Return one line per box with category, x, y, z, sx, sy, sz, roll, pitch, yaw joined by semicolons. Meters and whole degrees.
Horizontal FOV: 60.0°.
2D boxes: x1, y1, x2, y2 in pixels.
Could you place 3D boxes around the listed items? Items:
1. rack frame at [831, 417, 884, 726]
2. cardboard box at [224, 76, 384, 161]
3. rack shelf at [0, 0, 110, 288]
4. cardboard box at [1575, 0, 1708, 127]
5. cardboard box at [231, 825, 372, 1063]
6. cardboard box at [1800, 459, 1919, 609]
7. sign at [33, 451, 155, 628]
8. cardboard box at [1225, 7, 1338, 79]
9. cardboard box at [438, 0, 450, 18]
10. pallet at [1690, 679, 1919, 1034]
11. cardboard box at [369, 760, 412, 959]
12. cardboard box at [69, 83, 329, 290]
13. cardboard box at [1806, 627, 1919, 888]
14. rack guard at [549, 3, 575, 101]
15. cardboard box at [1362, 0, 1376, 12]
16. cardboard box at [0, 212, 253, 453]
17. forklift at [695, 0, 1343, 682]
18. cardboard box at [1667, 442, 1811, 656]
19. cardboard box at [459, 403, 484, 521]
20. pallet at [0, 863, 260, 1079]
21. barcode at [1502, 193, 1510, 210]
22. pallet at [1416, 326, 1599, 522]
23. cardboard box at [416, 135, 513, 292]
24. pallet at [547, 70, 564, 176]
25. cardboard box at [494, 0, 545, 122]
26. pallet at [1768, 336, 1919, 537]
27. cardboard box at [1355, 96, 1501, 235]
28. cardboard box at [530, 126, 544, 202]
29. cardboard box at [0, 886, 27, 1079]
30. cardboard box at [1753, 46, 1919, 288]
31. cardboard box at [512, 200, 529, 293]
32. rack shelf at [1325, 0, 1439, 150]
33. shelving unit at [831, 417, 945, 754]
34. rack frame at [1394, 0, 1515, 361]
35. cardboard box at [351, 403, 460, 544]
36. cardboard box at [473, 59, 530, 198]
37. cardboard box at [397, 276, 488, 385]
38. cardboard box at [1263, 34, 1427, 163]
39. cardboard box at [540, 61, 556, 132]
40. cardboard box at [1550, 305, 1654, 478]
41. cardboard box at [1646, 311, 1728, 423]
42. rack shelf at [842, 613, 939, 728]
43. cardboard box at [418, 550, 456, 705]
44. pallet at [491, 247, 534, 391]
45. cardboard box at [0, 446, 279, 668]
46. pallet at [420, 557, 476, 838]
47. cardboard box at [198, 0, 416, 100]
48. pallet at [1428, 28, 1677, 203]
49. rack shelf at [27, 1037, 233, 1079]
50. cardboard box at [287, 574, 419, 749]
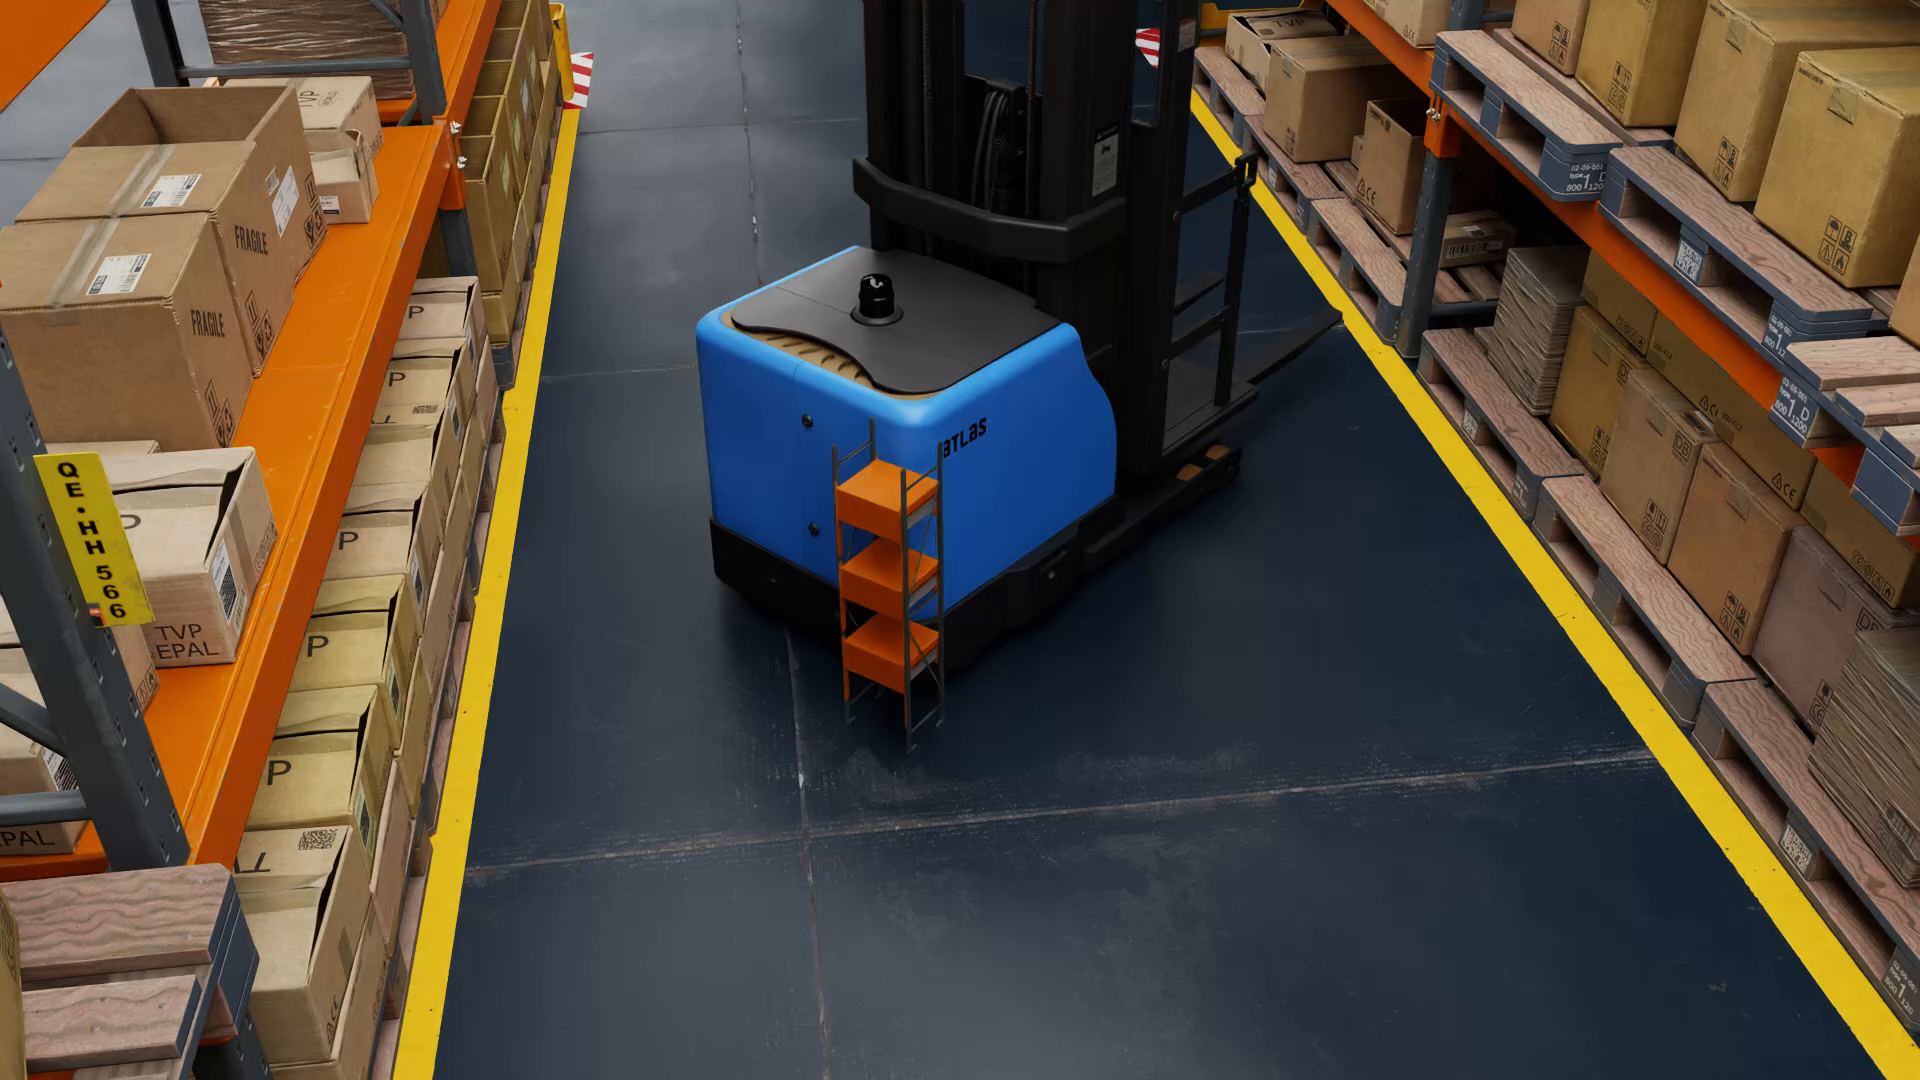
rack frame;-0.312;0.118;5.144;0.008;1.050;0.200;21;39;27
cardboard box;-2.331;-1.403;5.778;0.500;0.250;0.500;-2;34;-3
rack shelf;-2.171;-1.562;3.854;1.077;0.370;4.000;-4;35;-6
cardboard box;2.571;-1.738;5.657;0.700;0.500;0.500;-1;34;-1
cardboard box;-1.682;0.912;3.818;0.500;0.311;0.500;-3;34;-5
cardboard box;2.843;-0.061;4.839;0.500;0.250;0.500;-4;34;-5
sign;-1.366;0.004;2.623;0.100;0.325;0.005;-4;35;-6
cardboard box;1.934;-3.023;10.020;0.500;0.311;0.500;-8;35;-12
cardboard box;-2.647;-2.599;7.311;0.700;0.500;0.500;-4;34;-6
pallet;2.902;0.835;4.838;1.003;0.211;1.213;-4;35;-6
cardboard box;-1.750;0.864;4.388;0.500;0.250;0.500;-5;35;-8
cardboard box;-2.282;-1.054;5.044;0.500;0.500;0.500;-2;34;-3
cardboard box;2.858;0.572;4.576;0.700;0.500;0.500;-4;34;-6
rack guard;-2.981;-2.949;10.133;1.175;0.500;0.348;-4;35;-6
cardboard box;2.045;-2.580;7.487;0.500;0.250;0.500;-4;35;-6
cardboard box;-2.144;-0.481;4.203;0.500;0.500;0.500;-6;35;-9
forklift;0.456;-1.502;5.851;1.130;2.935;3.031;26;42;32
cardboard box;2.809;0.000;5.415;0.700;0.500;0.500;-5;35;-7
cardboard box;-2.031;-0.282;6.069;0.500;0.250;0.500;-5;35;-7
pallet;-1.741;0.948;2.366;1.213;0.211;1.003;-4;35;-6
barcode;2.651;-1.644;8.076;0.001;0.075;0.075;-4;35;-6
pallet;2.574;-0.527;6.836;1.003;0.211;1.213;-4;35;-6
cardboard box;-2.192;-1.366;6.994;0.500;0.500;0.500;-4;35;-6
pallet;-2.834;-2.393;9.573;1.003;0.211;1.213;-4;35;-6
cardboard box;-2.462;-2.482;8.631;0.500;0.500;0.500;-4;35;-6
pallet;2.805;-0.192;4.038;1.213;0.211;1.003;-4;35;-6
cardboard box;2.289;-1.839;8.113;0.500;0.500;0.500;-7;35;-10
cardboard box;-2.400;-1.893;8.432;0.500;0.250;0.500;-4;35;-6
cardboard box;-1.706;0.624;2.209;0.700;0.500;0.500;-16;37;-22
cardboard box;2.743;-1.060;4.662;0.700;0.500;0.500;-4;35;-6
cardboard box;-2.264;-1.335;7.614;0.500;0.250;0.500;-4;35;-6
rack shelf;2.199;-2.932;8.528;1.077;0.370;4.000;-4;35;-6
shelving unit;-0.210;0.156;5.088;0.252;1.050;0.215;21;39;27
rack frame;2.468;-2.114;6.688;1.000;3.000;0.127;-4;35;-6
cardboard box;-1.961;-0.233;5.498;0.500;0.311;0.500;-4;35;-7
cardboard box;-2.327;-1.924;7.812;0.500;0.500;0.500;-4;35;-6
cardboard box;-2.102;-0.801;6.333;0.500;0.311;0.500;-4;35;-6
cardboard box;2.060;-2.370;8.894;0.700;0.500;0.500;-6;35;-9
cardboard box;-2.534;-2.451;9.251;0.500;0.250;0.500;-4;35;-6
cardboard box;2.703;-0.568;6.249;0.700;0.500;0.500;-5;35;-7
cardboard box;2.720;-0.627;5.670;0.500;0.250;0.500;-5;35;-8
rack shelf;-0.210;0.395;5.251;0.240;0.259;0.215;21;39;27
cardboard box;-1.895;0.288;5.233;0.500;0.250;0.500;-4;34;-5
pallet;-2.506;-1.031;7.575;1.003;0.211;1.213;-4;35;-6
cardboard box;-1.831;0.019;3.638;0.500;0.311;0.500;-5;35;-7
pallet;-2.135;0.506;5.319;1.003;0.211;1.213;-4;35;-6
cardboard box;-2.506;-2.025;6.469;0.700;0.500;0.500;-5;35;-8
pallet;2.427;-1.597;6.100;1.003;0.211;1.213;-4;35;-6
rack shelf;-1.633;1.909;1.424;1.077;0.370;4.000;-4;35;-6
cardboard box;-1.827;0.335;4.666;0.500;0.311;0.500;-5;35;-8
